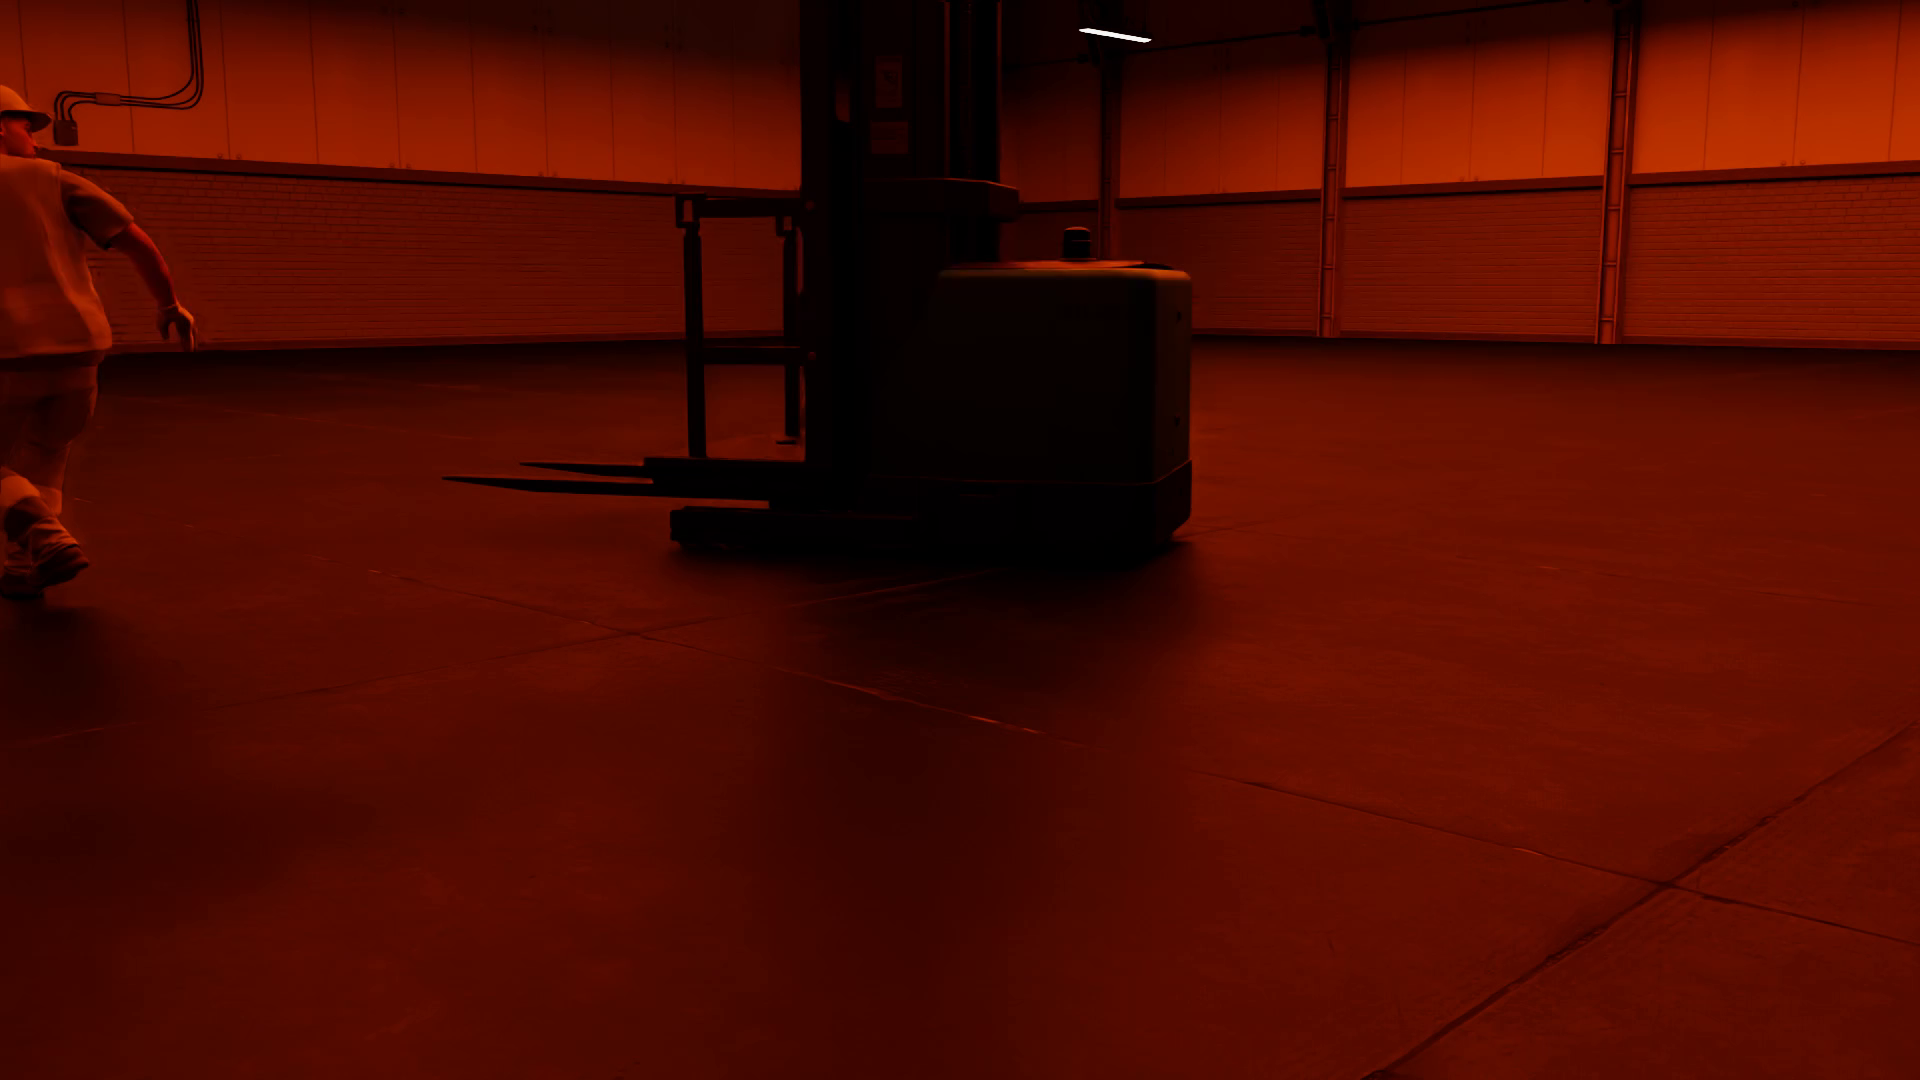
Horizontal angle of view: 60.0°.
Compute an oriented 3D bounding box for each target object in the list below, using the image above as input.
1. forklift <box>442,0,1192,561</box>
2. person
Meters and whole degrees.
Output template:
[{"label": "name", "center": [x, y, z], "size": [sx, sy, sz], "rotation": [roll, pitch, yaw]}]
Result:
[{"label": "forklift", "center": [-0.624, -1.474, 6.665], "size": [3.031, 2.935, 1.130], "rotation": [2, 9, 16]}, {"label": "person", "center": [-2.982, -0.634, 5.417], "size": [0.895, 1.644, 0.852], "rotation": [-7, 11, -39]}]
